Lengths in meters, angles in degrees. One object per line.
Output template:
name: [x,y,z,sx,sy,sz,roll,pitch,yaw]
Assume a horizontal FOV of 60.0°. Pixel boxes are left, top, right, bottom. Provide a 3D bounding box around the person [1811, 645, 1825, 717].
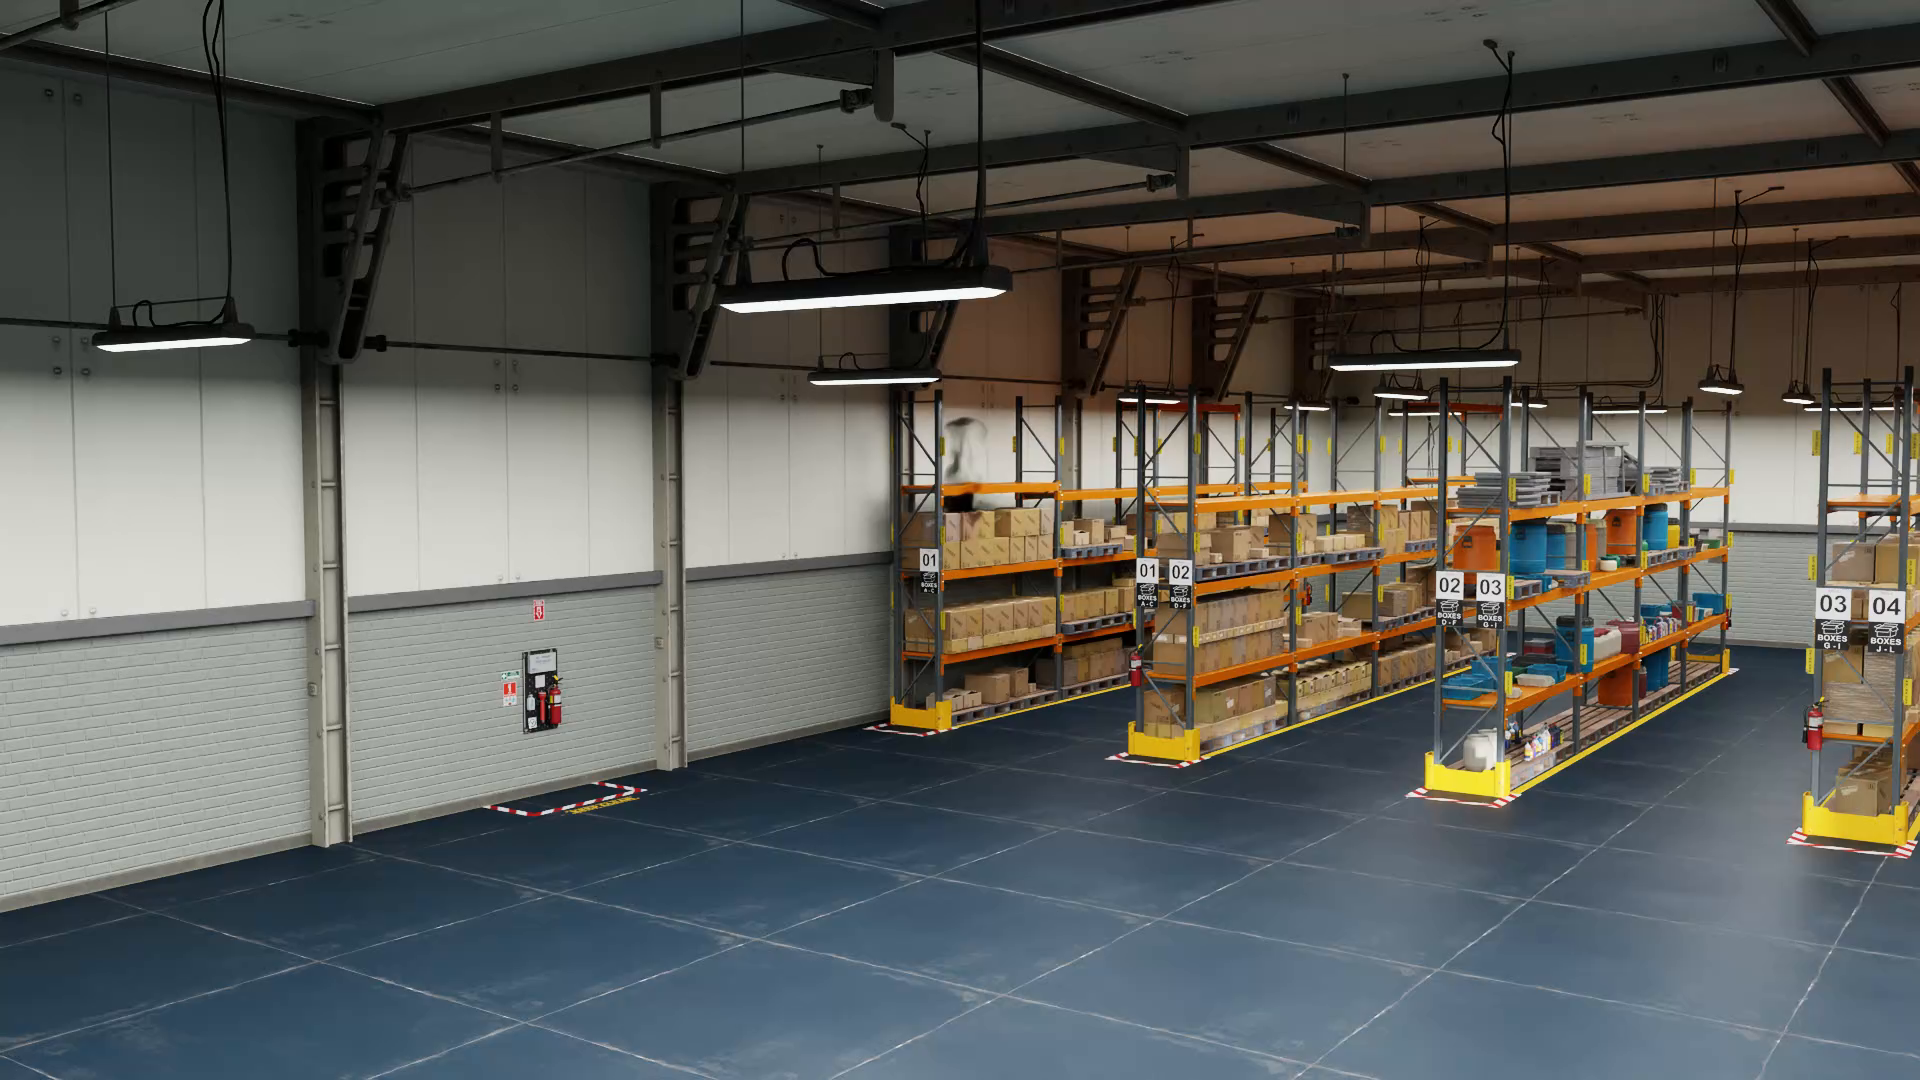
person: [15.727,2.435,30.296,0.566,1.569,0.769,2,4,32]
